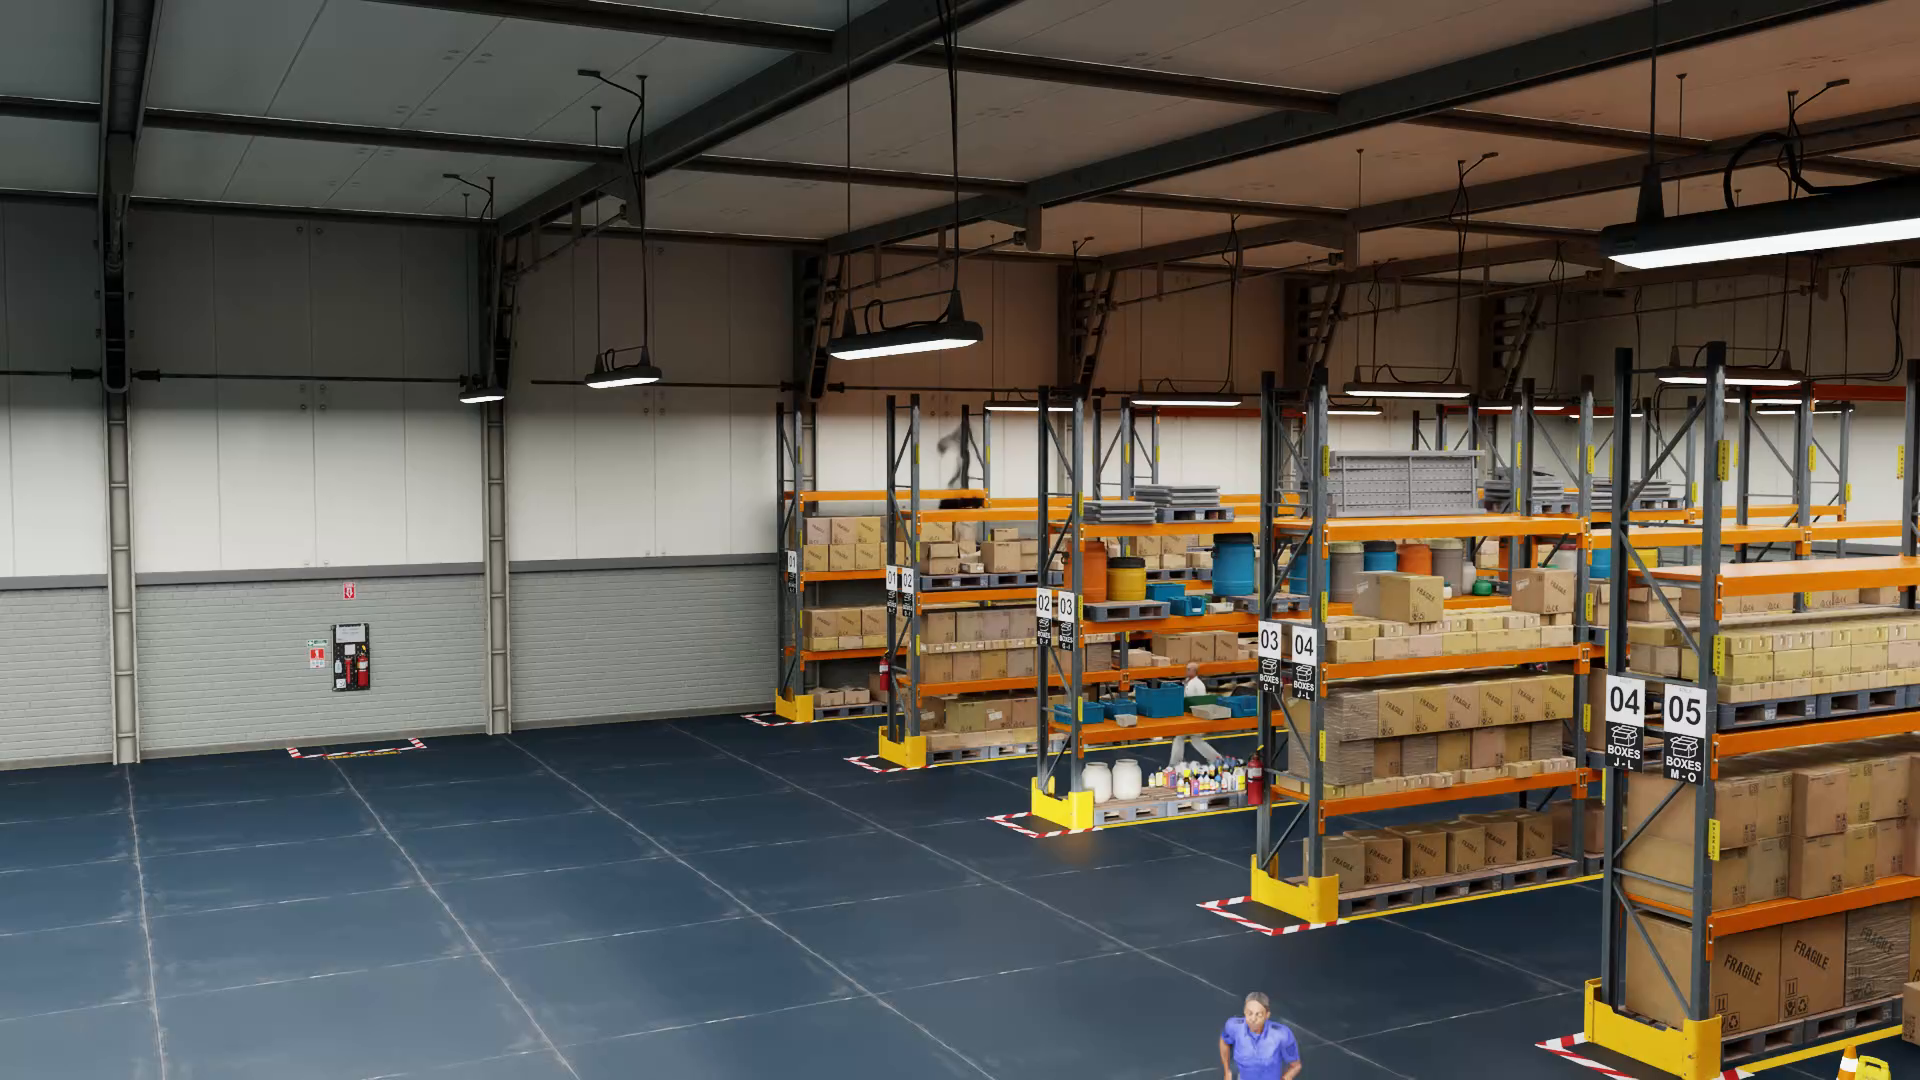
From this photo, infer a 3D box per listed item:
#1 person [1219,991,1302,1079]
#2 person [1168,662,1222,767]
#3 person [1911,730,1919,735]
[{"bbox_3d":[2.017,3.760,11.199,0.564,1.589,0.702,1,3,16],"label":"person"},{"bbox_3d":[3.615,2.798,25.868,1.046,1.802,0.703,-2,4,-25],"label":"person"},{"bbox_3d":[12.448,3.165,21.479,0.701,1.618,0.564,-2,4,-27],"label":"person"}]
